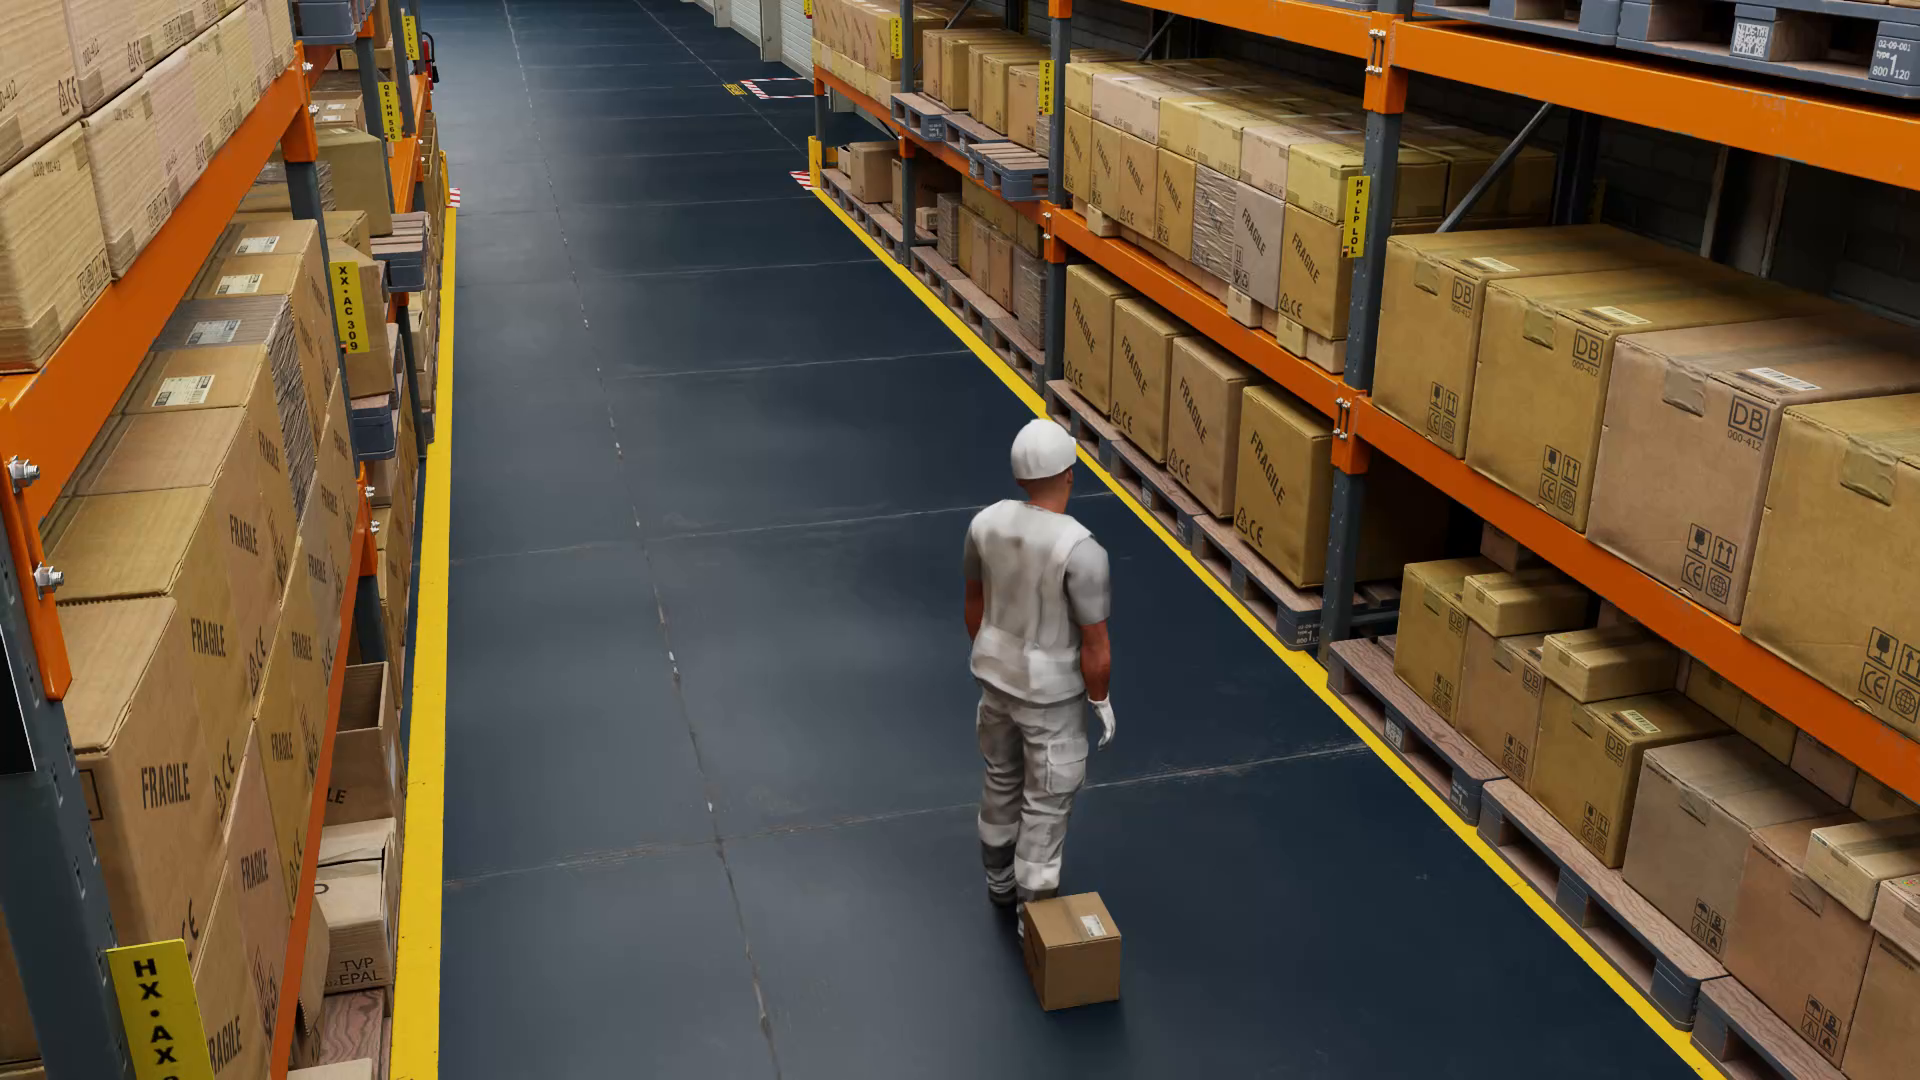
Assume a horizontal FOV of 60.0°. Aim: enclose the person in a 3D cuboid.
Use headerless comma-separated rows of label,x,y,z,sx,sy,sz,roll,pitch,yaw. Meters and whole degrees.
person,0.257,0.455,5.395,0.613,1.791,0.449,20,30,39
